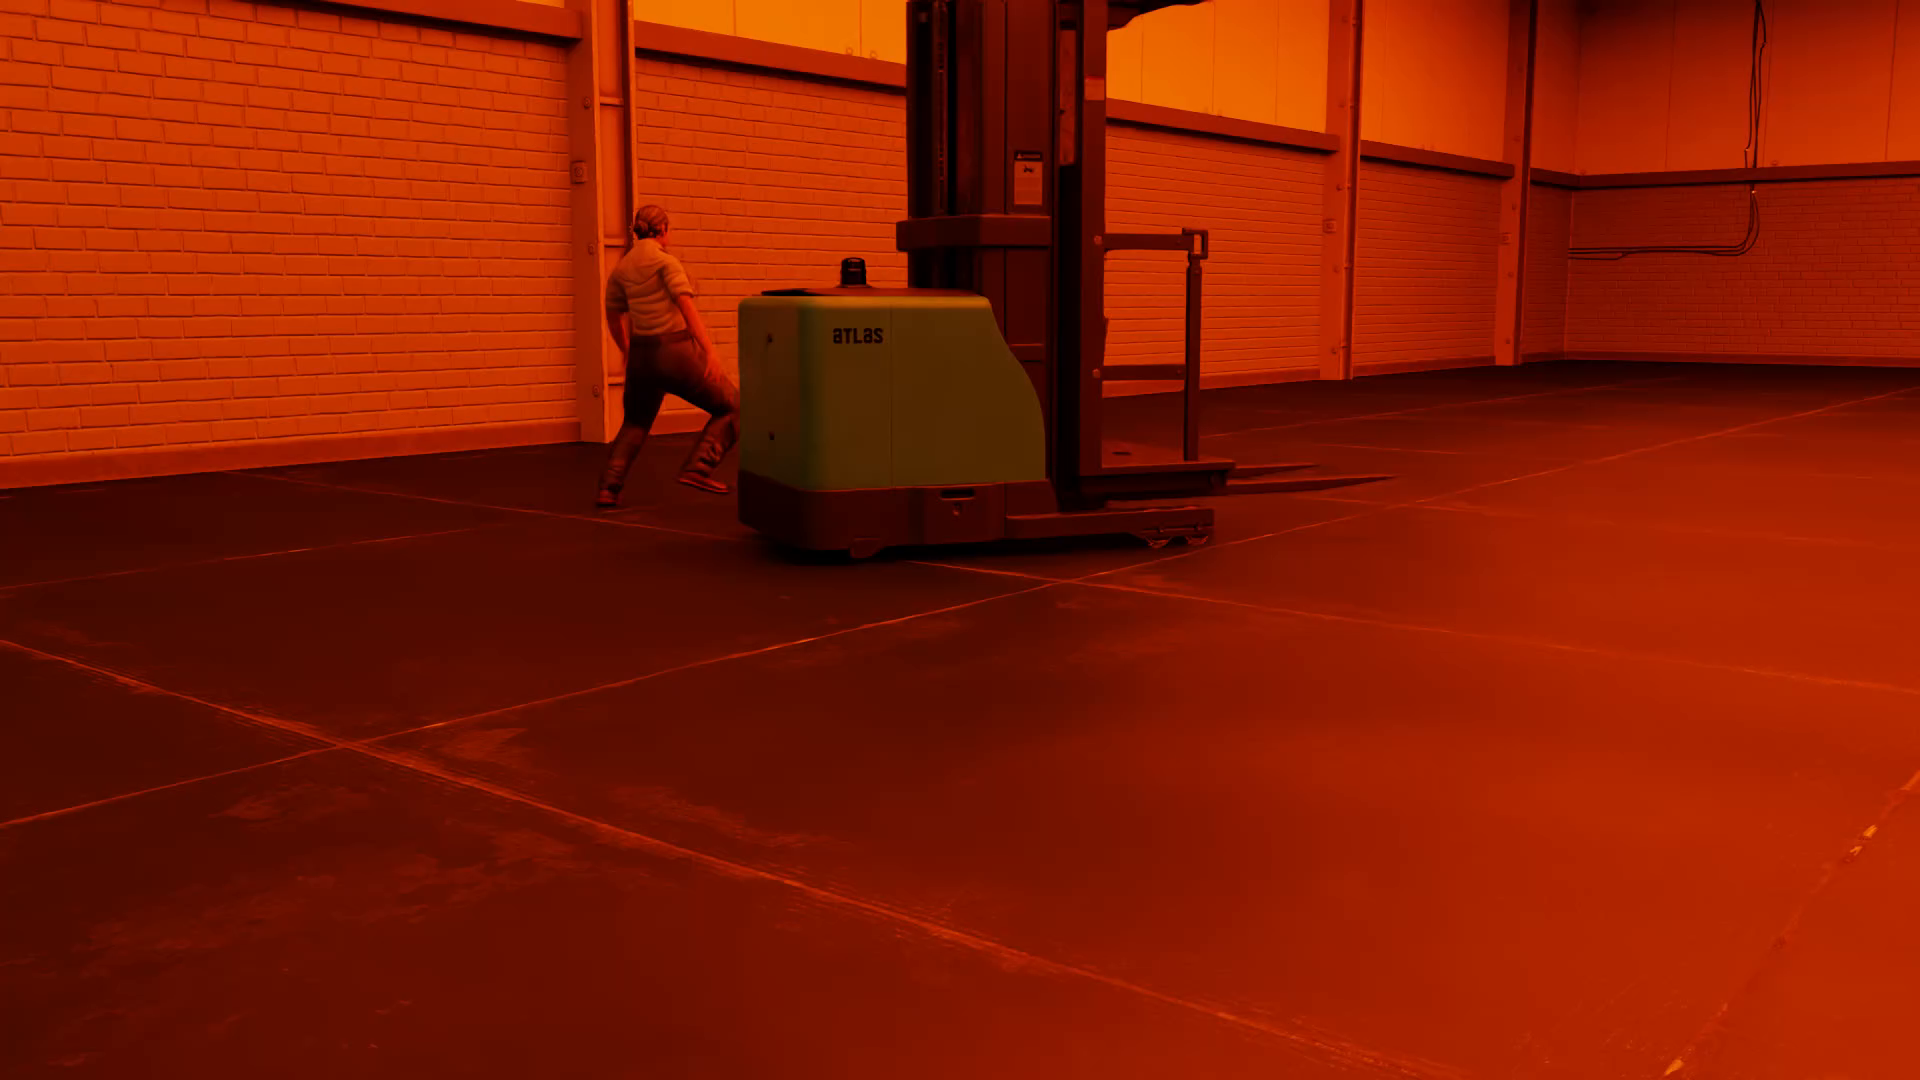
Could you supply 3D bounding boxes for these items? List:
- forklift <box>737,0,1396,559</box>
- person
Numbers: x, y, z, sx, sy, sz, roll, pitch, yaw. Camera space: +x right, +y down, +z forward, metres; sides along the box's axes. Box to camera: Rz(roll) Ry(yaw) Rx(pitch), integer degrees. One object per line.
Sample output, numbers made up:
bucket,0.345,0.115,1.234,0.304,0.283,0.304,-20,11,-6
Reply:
forklift,0.567,-1.490,7.462,3.031,2.935,1.130,-4,9,-24
person,-1.511,-0.933,8.533,0.863,1.552,0.570,7,11,39
